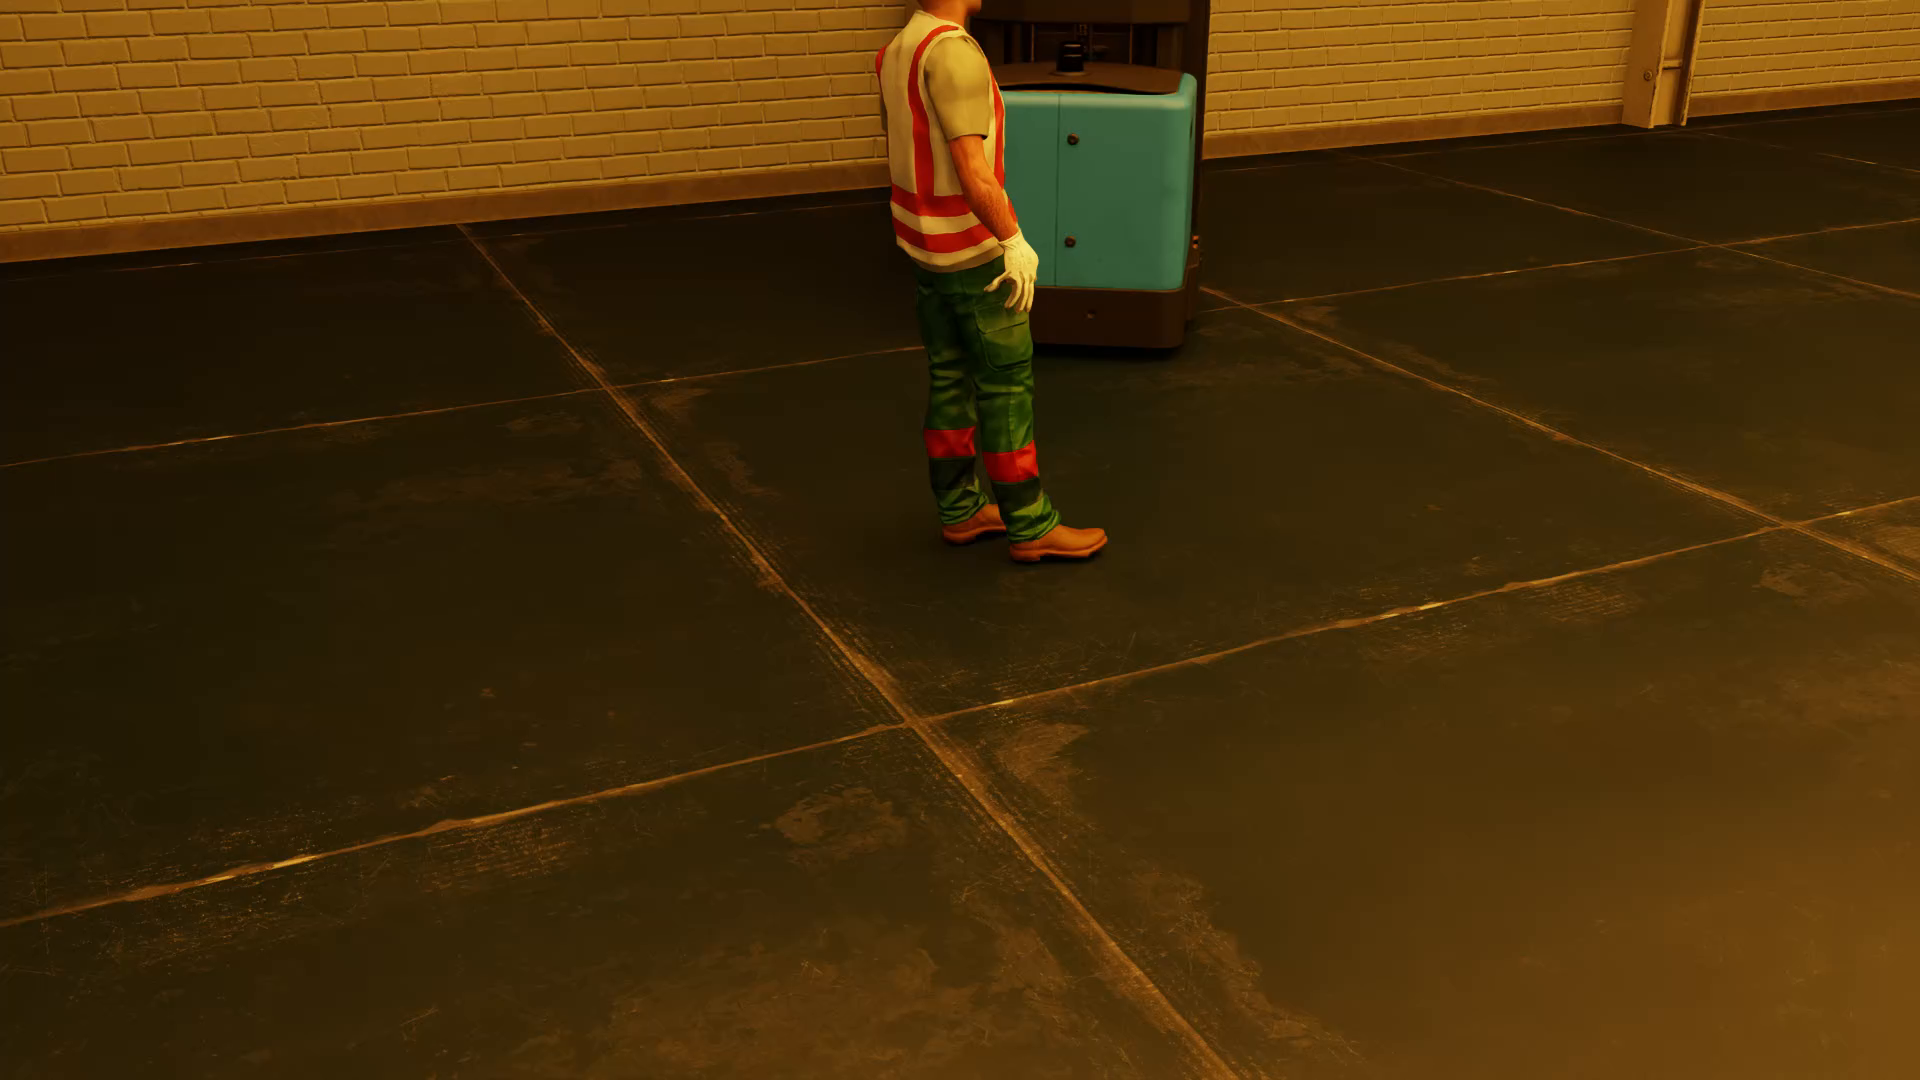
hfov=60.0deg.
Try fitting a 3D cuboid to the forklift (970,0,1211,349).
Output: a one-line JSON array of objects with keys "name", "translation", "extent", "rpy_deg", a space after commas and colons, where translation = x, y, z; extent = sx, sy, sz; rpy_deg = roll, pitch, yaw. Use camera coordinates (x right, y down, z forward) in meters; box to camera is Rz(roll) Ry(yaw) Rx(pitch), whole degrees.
[{"name": "forklift", "translation": [0.630, -2.668, 7.710], "extent": [1.130, 2.935, 3.031], "rpy_deg": [4, 23, 9]}]

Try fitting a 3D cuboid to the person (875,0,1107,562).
[{"name": "person", "translation": [0.077, -0.842, 4.782], "extent": [0.564, 1.787, 0.638], "rpy_deg": [-10, 25, -23]}]
